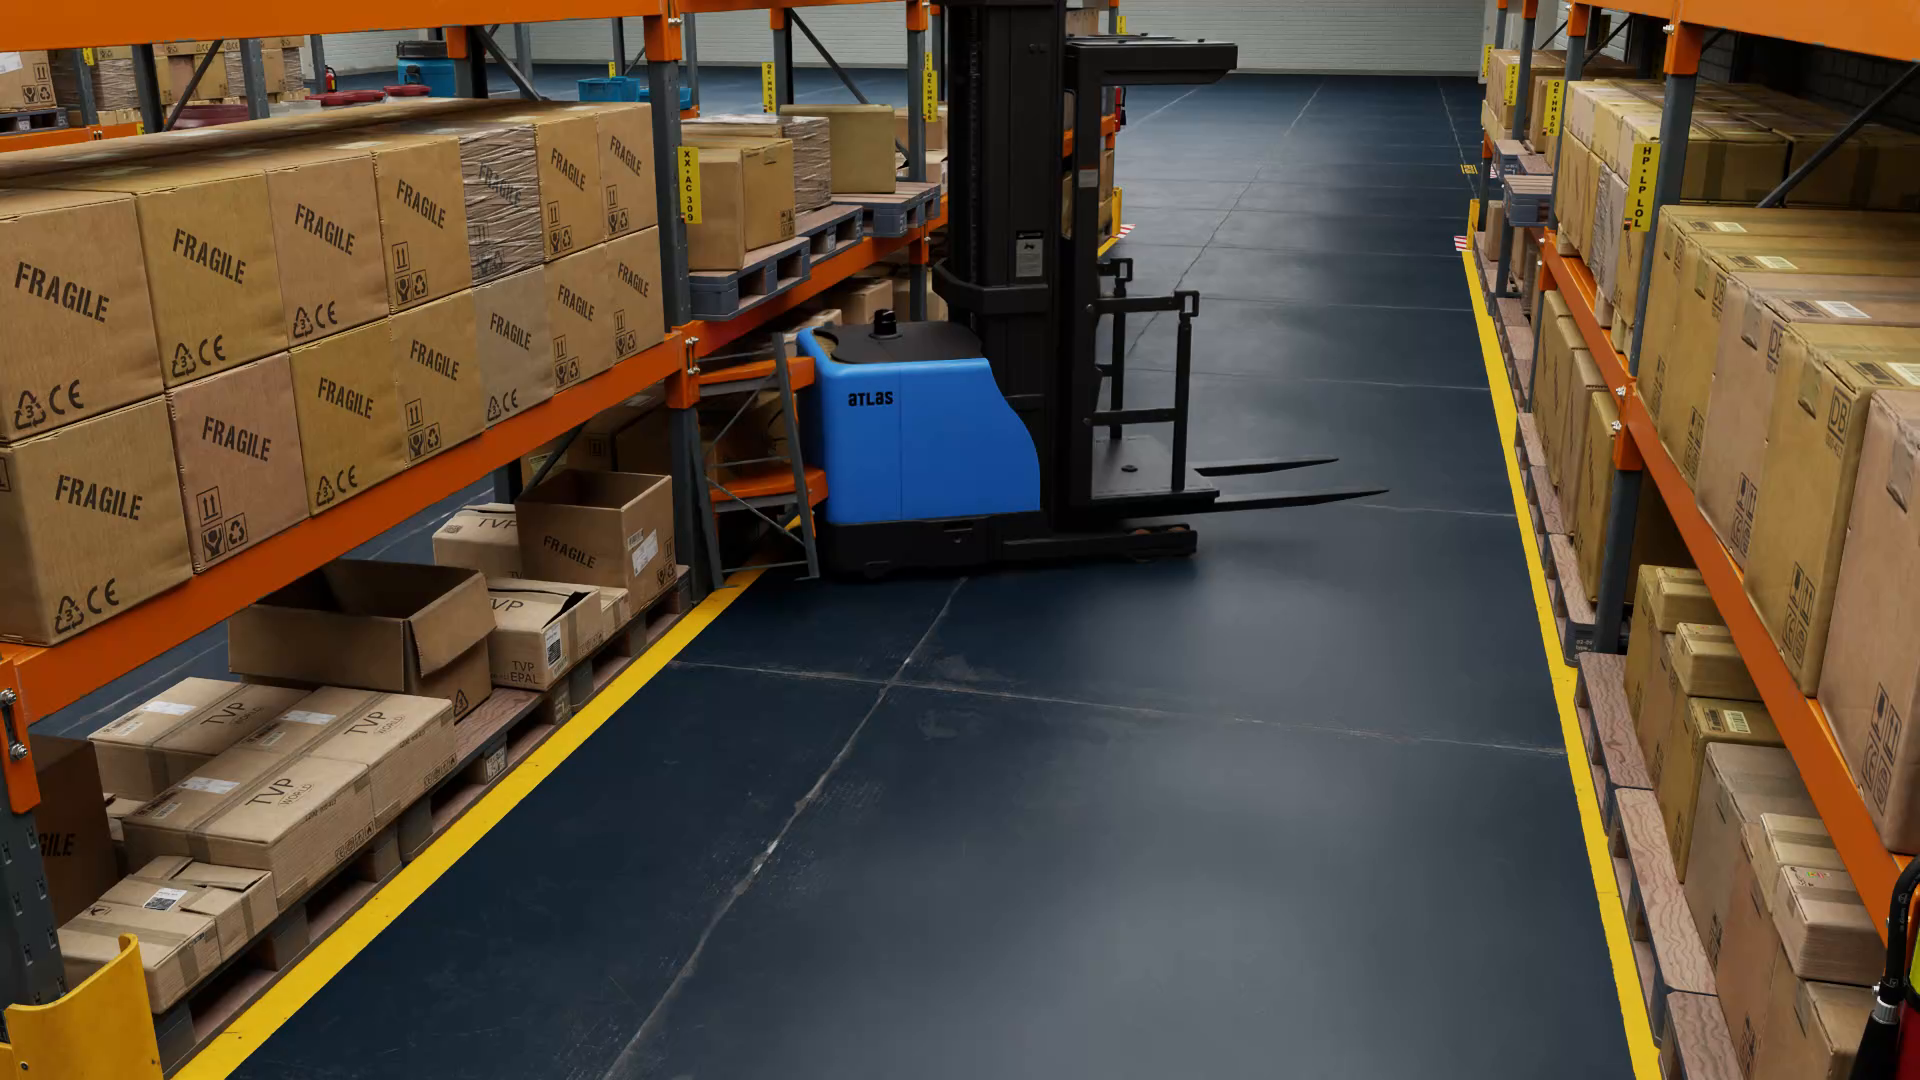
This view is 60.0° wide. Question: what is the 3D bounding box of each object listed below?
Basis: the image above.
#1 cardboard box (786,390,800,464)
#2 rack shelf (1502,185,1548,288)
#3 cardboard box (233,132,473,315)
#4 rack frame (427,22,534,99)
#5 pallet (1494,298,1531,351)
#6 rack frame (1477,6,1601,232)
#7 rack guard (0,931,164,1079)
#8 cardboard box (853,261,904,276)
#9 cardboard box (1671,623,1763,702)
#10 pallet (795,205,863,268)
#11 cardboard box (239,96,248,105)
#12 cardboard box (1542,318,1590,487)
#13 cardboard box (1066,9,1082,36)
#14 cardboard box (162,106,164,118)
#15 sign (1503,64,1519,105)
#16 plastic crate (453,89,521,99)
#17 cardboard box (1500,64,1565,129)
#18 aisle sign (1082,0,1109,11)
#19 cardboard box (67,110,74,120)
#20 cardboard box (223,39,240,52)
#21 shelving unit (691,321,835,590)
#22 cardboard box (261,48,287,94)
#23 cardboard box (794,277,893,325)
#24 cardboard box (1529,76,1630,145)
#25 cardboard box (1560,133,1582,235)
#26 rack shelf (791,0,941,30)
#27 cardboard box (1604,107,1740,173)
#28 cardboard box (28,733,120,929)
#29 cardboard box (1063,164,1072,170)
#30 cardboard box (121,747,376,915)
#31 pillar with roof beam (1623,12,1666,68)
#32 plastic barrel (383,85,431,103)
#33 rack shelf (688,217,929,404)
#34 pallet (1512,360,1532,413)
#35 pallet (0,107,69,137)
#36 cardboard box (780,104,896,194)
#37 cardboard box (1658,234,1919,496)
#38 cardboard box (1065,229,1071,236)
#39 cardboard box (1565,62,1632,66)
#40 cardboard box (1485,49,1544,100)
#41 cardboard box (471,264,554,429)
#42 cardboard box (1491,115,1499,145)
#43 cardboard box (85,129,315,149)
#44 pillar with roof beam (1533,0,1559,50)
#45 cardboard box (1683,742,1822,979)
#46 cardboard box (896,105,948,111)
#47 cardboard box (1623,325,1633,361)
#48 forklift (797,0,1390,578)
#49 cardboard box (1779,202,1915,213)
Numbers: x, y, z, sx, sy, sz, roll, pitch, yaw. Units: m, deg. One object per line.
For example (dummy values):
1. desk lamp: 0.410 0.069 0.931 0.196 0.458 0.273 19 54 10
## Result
1. cardboard box: -1.099 -0.649 9.134 0.500 0.500 0.500 5 19 14
2. rack shelf: 4.568 -2.318 11.945 1.077 0.370 4.000 5 19 13
3. cardboard box: -1.945 -1.033 5.369 0.500 0.500 0.500 4 19 13
4. rack frame: -4.551 -4.067 15.955 1.000 3.000 0.127 5 19 13
5. pallet: 4.867 -1.721 13.400 1.003 0.211 1.213 5 19 13
6. rack frame: 6.034 -4.539 17.335 1.000 3.000 0.127 5 19 13
7. rack guard: -2.662 1.245 4.268 1.175 0.500 0.348 5 19 13
8. cardboard box: -0.716 -1.931 12.437 0.500 0.311 0.500 4 19 13
9. cardboard box: 2.432 0.383 5.141 0.380 0.149 0.250 4 19 12
10. pallet: -1.196 -1.720 9.381 1.003 0.211 1.213 5 19 13
11. cardboard box: -8.535 -5.095 19.351 0.380 0.149 0.250 5 19 13
12. cardboard box: 3.552 -0.718 8.826 0.750 0.750 0.750 5 19 13
13. cardboard box: 0.844 -5.105 16.830 0.700 0.500 0.500 5 19 14
14. cardboard box: -8.849 -4.620 17.962 0.380 0.149 0.250 5 19 13
15. sign: 4.528 -3.735 13.643 0.100 0.325 0.005 5 19 13
16. plastic crate: -4.372 -3.922 15.429 0.402 0.464 0.583 5 19 13
17. cardboard box: 4.872 -3.751 14.069 0.500 0.500 0.500 5 19 13
18. aisle sign: 1.530 -6.156 18.049 0.394 0.787 0.004 5 19 13
19. cardboard box: -9.516 -4.508 17.633 0.380 0.149 0.250 5 19 13
20. cardboard box: -8.512 -5.868 19.064 0.500 0.500 0.500 5 19 13
21. shelving unit: -0.886 -0.441 8.051 0.538 1.125 1.048 -7 9 10
22. cardboard box: -8.543 -5.564 19.721 0.875 0.500 0.500 5 19 13
23. cardboard box: -0.736 -1.472 10.382 0.500 0.250 0.500 5 20 15
24. cardboard box: 4.899 -3.384 13.118 0.700 0.500 0.500 5 19 14
25. cardboard box: 3.575 -1.933 9.061 0.500 0.500 0.500 5 20 15
26. rack shelf: -0.237 -4.127 12.602 1.077 0.370 4.000 5 19 13
27. cardboard box: 3.227 -1.816 7.557 0.500 0.250 0.500 5 19 14
28. cardboard box: -2.786 0.871 4.683 0.500 0.500 0.500 5 19 13
29. cardboard box: 1.033 -3.518 16.792 0.500 0.500 0.500 5 19 13
30. cardboard box: -2.150 0.875 5.060 0.500 0.250 0.500 5 19 13
31. pillar with roof beam: 2.527 -7.430 16.518 9.100 9.000 0.400 5 19 13
32. plastic barrel: -4.997 -3.849 15.106 0.433 0.535 0.433 0 19 0
33. rack shelf: -1.214 -1.454 9.416 1.077 0.370 4.000 5 19 13
34. pallet: 4.271 -0.956 11.161 1.003 0.211 1.213 5 19 13
35. pallet: -9.681 -4.140 16.463 1.003 0.211 1.213 5 19 13
36. cardboard box: -0.770 -2.461 10.448 0.700 0.500 0.500 -2 19 -5
37. cardboard box: 2.770 -0.522 5.112 0.980 0.700 0.700 4 19 12
38. cardboard box: 0.786 -2.850 15.996 0.500 0.250 0.500 5 19 13
39. cardboard box: 5.504 -3.871 14.421 0.500 0.500 0.500 5 19 13
40. cardboard box: 5.625 -4.706 16.866 0.500 0.500 0.500 5 19 13
41. cardboard box: -1.824 -0.715 5.985 0.500 0.500 0.500 5 20 15
42. cardboard box: 5.116 -3.710 15.110 0.500 0.250 0.500 5 19 13
43. cardboard box: -2.468 -1.078 5.501 0.500 0.500 0.500 5 20 15
44. pillar with roof beam: 5.459 -11.191 27.530 9.100 9.000 0.400 5 19 13
45. cardboard box: 2.443 0.919 4.575 0.700 0.500 0.500 4 19 12
46. cardboard box: -0.203 -3.161 13.146 0.500 0.500 0.500 5 19 13
47. cardboard box: 2.910 -0.796 6.736 0.380 0.149 0.250 5 19 14
48. forklift: 0.718 -1.433 8.349 3.031 2.935 1.130 -4 19 -12
49. cardboard box: 3.458 -1.099 6.619 0.500 0.500 0.500 4 19 12
